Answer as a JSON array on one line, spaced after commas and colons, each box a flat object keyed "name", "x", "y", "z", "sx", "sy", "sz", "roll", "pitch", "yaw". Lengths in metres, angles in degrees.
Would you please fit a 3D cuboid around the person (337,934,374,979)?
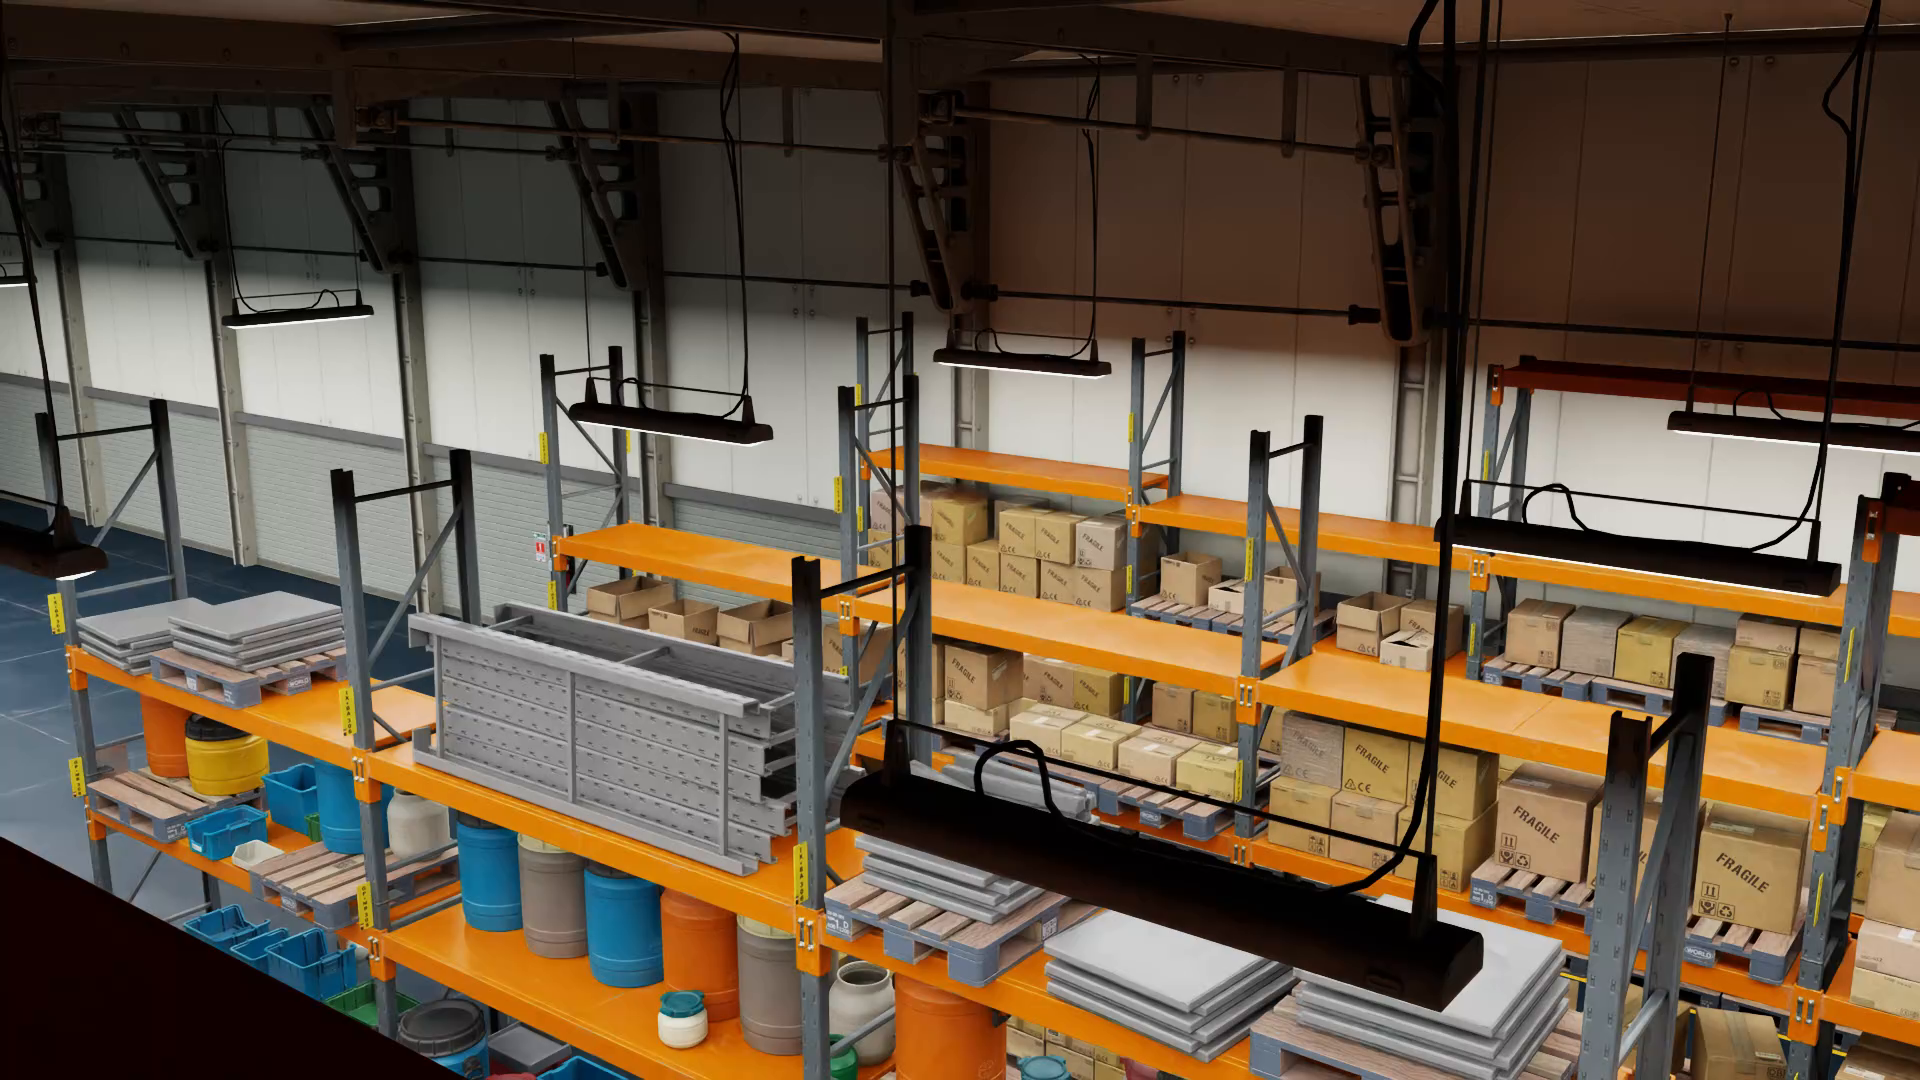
[{"name": "person", "x": -5.612, "y": 3.727, "z": 15.496, "sx": 0.532, "sy": 1.618, "sz": 0.877, "roll": -10, "pitch": 17, "yaw": -38}]
